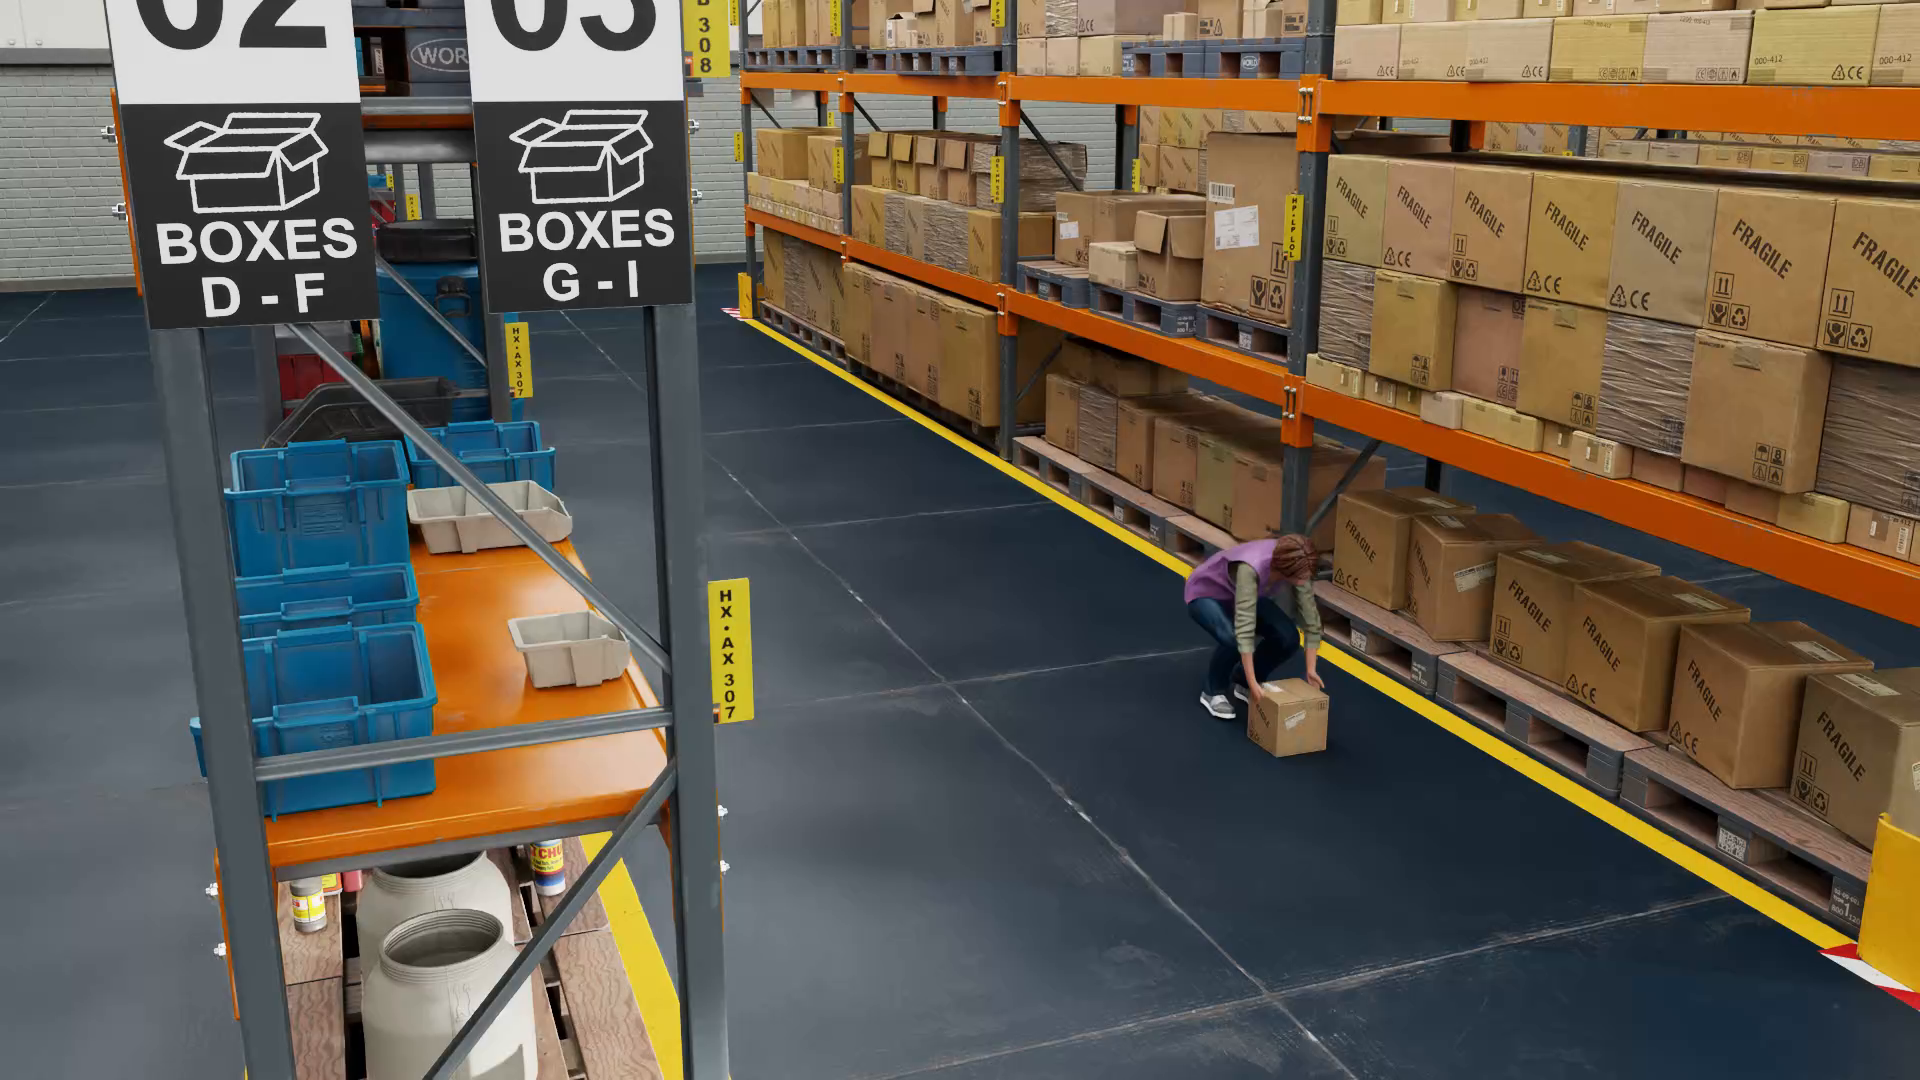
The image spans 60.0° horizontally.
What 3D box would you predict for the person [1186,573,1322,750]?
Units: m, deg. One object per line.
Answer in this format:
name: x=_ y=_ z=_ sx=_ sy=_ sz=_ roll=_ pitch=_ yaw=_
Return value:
person: x=1.327 y=0.460 z=7.519 sx=0.432 sy=0.763 sz=0.809 roll=-6 pitch=17 yaw=-20
